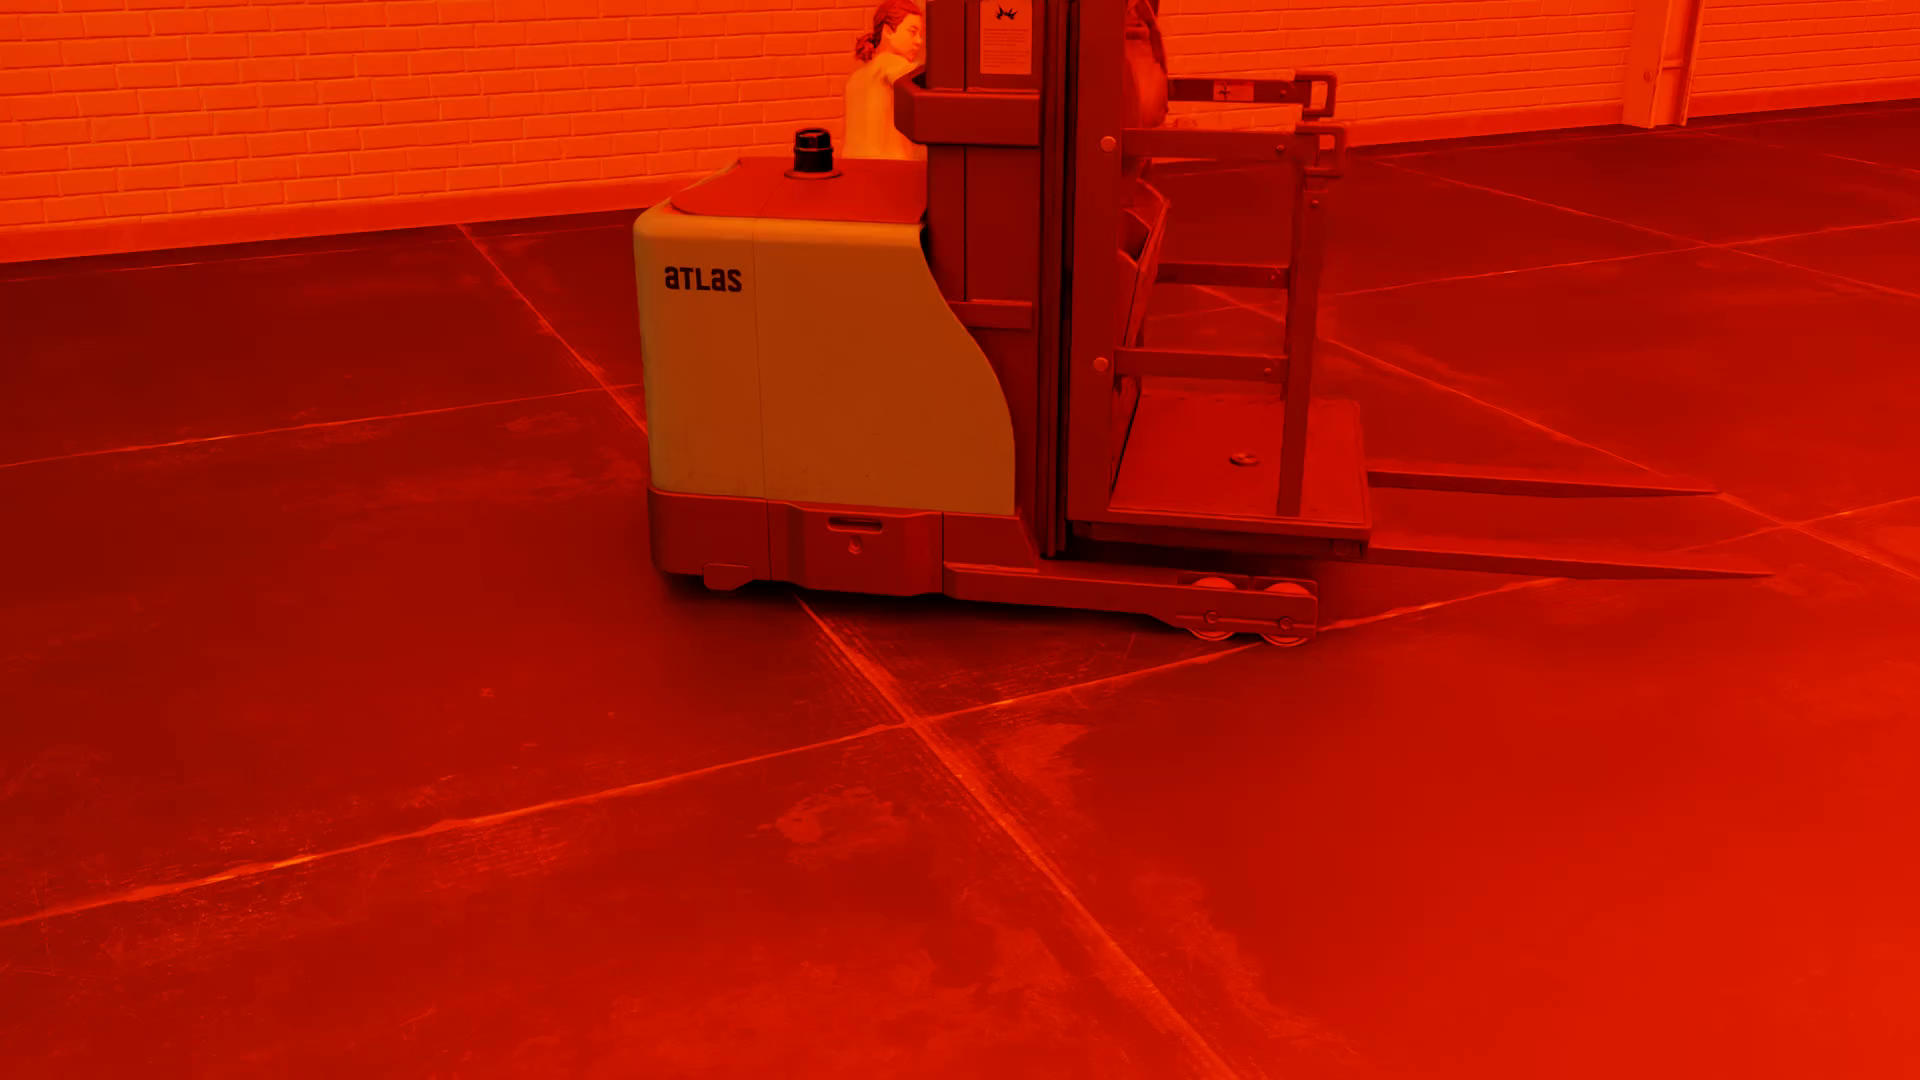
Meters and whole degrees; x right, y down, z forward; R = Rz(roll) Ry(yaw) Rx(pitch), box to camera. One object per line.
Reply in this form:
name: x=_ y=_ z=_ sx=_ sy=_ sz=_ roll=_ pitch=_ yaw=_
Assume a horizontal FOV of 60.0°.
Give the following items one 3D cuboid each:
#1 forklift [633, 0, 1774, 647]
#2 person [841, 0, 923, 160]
forklift: x=0.684 y=-1.291 z=4.394 sx=3.031 sy=2.935 sz=1.130 roll=4 pitch=23 yaw=10
person: x=-0.242 y=-1.523 z=6.999 sx=0.771 sy=1.434 sz=0.749 roll=20 pitch=30 yaw=40
